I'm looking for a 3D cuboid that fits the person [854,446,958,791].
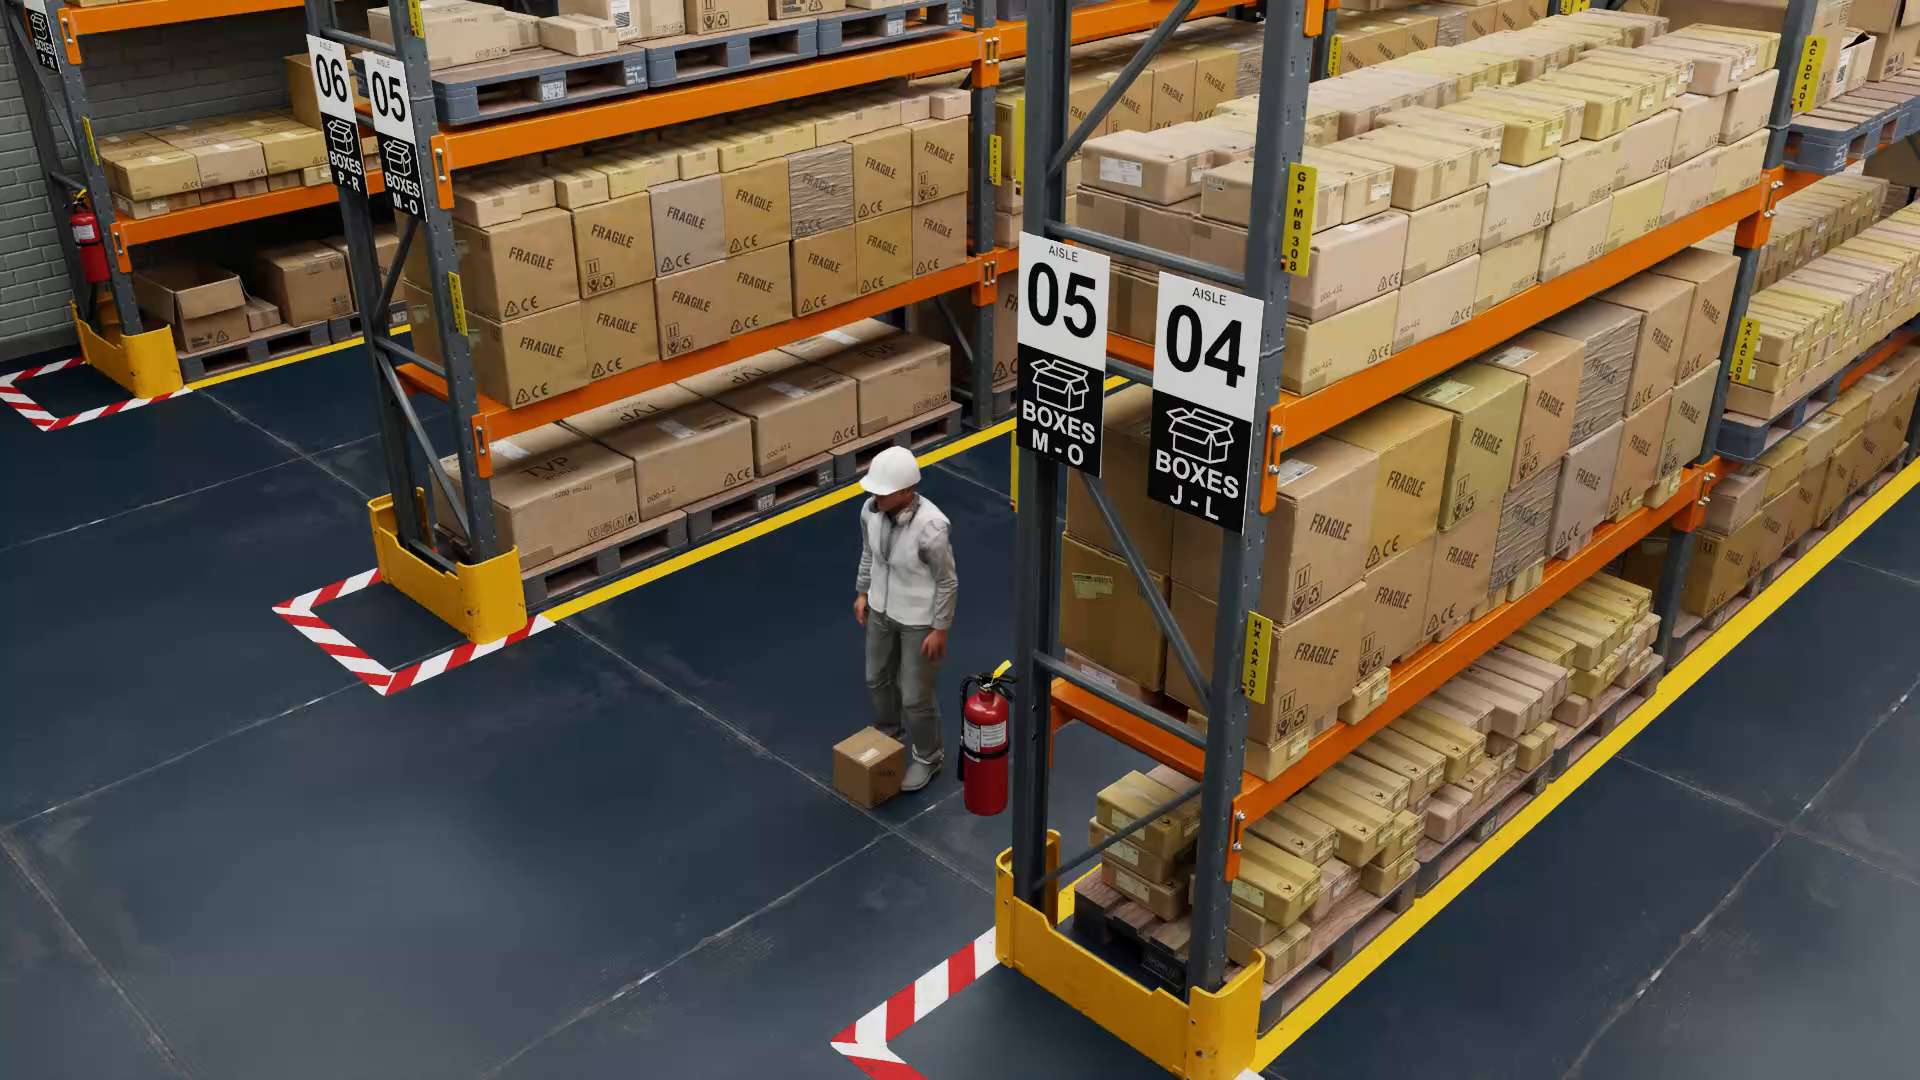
[{"bbox_3d":[-0.269,0.350,7.924,0.585,1.768,0.466,24,36,38],"label":"person"}]
